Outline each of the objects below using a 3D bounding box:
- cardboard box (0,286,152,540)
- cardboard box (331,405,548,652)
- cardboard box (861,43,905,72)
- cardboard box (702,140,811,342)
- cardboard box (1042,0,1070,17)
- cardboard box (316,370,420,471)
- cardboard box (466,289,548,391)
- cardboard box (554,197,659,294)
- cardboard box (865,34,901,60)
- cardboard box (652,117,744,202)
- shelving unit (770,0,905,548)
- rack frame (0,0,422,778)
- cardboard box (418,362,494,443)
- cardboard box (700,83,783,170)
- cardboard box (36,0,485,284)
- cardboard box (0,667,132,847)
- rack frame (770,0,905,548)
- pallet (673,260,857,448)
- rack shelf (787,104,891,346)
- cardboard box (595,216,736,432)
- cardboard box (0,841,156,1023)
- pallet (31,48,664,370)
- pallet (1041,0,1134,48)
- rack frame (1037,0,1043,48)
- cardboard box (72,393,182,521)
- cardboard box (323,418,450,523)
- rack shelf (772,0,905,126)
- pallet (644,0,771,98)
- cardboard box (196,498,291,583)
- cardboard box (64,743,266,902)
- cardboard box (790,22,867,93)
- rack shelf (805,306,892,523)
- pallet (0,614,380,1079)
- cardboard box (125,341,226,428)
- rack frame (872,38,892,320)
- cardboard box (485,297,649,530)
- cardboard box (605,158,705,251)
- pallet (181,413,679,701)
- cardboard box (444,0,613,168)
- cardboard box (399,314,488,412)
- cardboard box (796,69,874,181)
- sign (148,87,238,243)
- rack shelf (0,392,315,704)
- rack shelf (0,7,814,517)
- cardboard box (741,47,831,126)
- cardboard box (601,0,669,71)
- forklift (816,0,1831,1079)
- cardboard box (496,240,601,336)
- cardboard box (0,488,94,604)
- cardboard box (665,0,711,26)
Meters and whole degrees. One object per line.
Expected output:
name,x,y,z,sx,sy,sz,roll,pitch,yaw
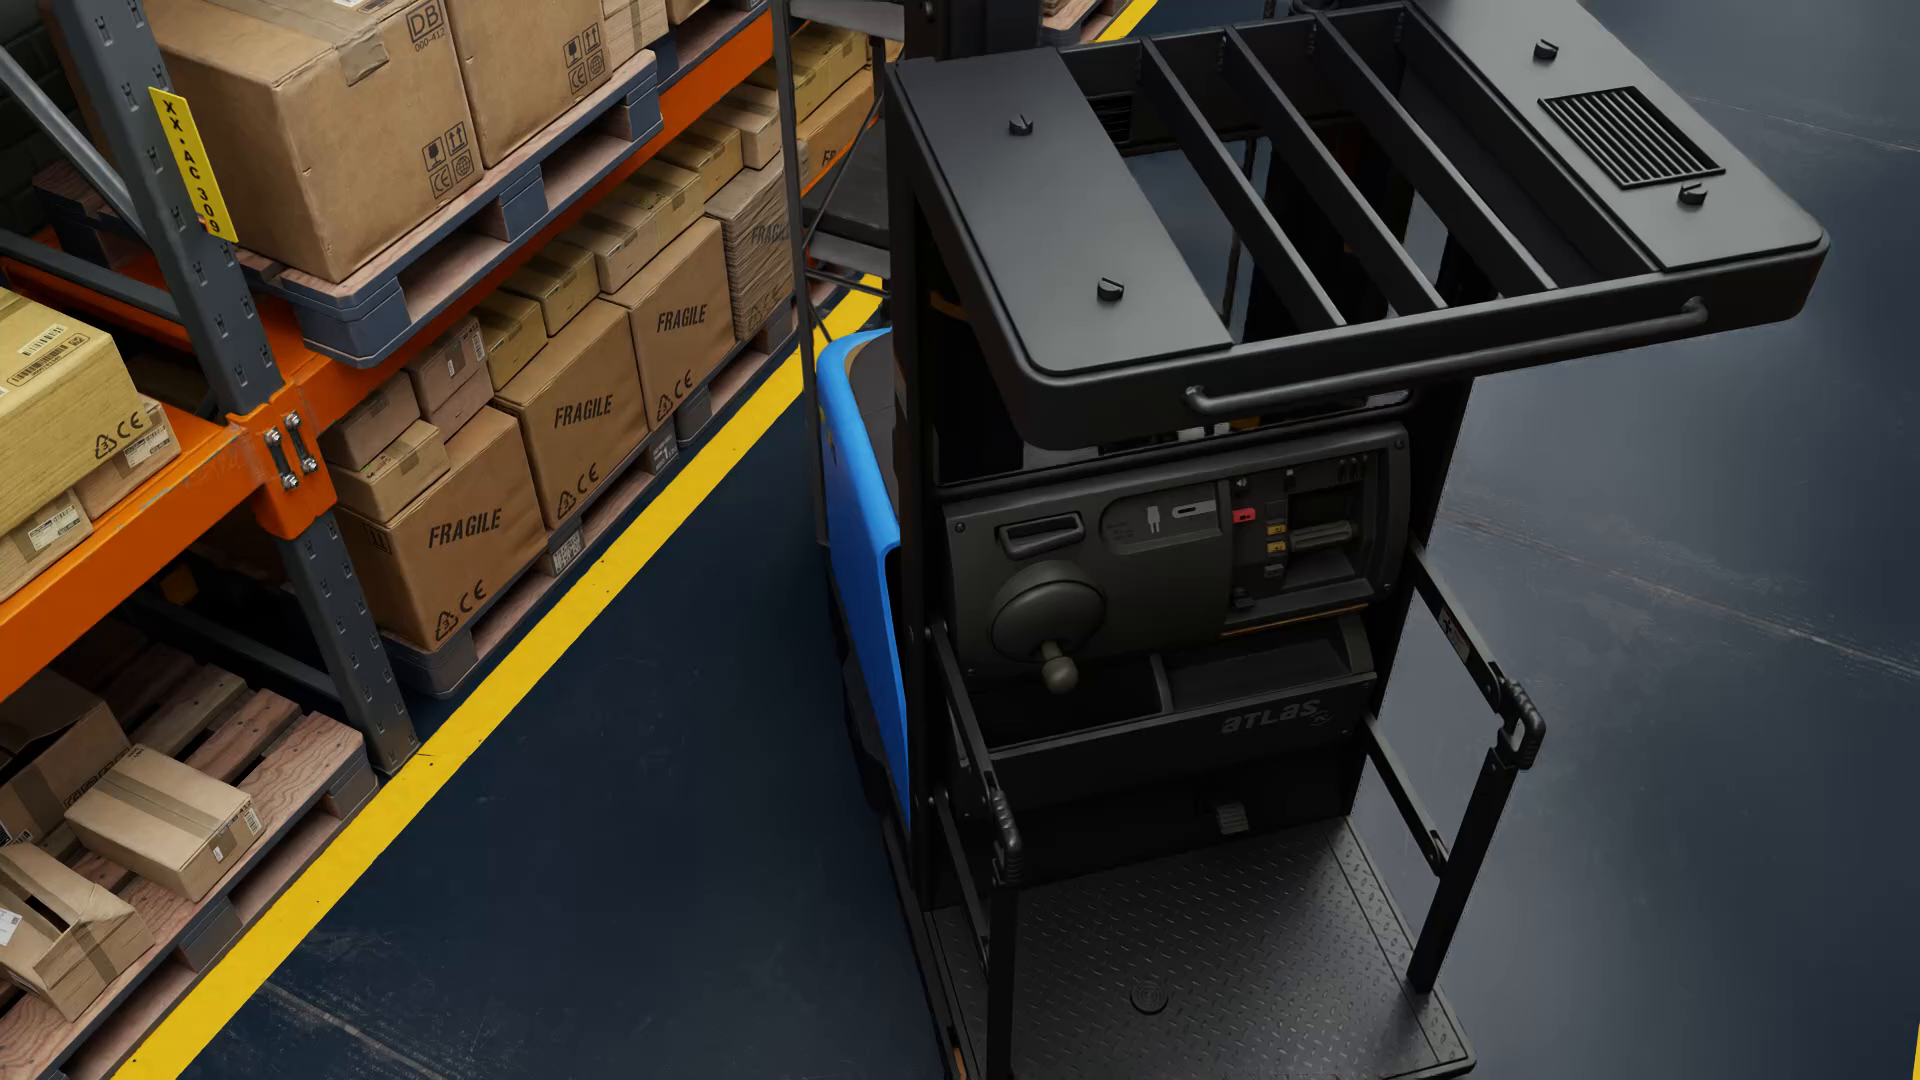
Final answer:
cardboard box,-2.004,-0.250,3.285,0.500,0.250,0.500,22,49,20
cardboard box,-1.560,-0.099,4.701,0.500,0.500,0.500,22,49,21
cardboard box,-0.375,-1.740,6.322,0.500,0.500,0.500,20,49,18
cardboard box,-0.840,-1.076,5.666,0.500,0.500,0.500,19,48,18
cardboard box,0.174,-2.821,7.304,0.875,0.625,0.625,22,49,20
cardboard box,-1.636,-0.360,4.293,0.380,0.149,0.250,20,49,18
cardboard box,-1.413,-0.600,4.741,0.380,0.149,0.250,18,48,17
cardboard box,-1.149,-0.923,5.059,0.380,0.149,0.250,20,49,19
cardboard box,-0.393,-1.888,6.014,0.380,0.149,0.250,19,48,18
cardboard box,-0.932,-1.258,5.390,0.380,0.149,0.250,21,49,19
shelving unit,-0.160,-0.826,4.590,0.431,2.100,0.503,19,48,18
rack frame,-1.984,-0.600,3.734,1.000,3.000,0.127,20,49,19
cardboard box,-1.522,-0.435,4.577,0.380,0.149,0.250,19,48,18
cardboard box,-0.773,-1.396,5.527,0.380,0.149,0.250,18,48,17
cardboard box,-1.561,-1.014,3.777,0.700,0.500,0.500,22,49,20
cardboard box,-2.500,0.536,4.207,0.500,0.311,0.500,22,49,20
rack frame,-0.266,-0.670,4.436,0.400,2.100,0.015,19,48,18
pallet,-1.075,-0.916,6.007,1.003,0.211,1.213,20,49,19
rack shelf,-0.160,-0.817,4.600,0.431,0.518,0.480,19,48,18
cardboard box,-1.086,-0.751,5.345,0.500,0.500,0.500,19,48,18
cardboard box,-2.148,0.886,3.892,0.396,0.266,0.258,22,49,20
pallet,-1.516,-1.000,4.264,1.003,0.211,1.213,20,49,19
pallet,0.289,-2.645,7.716,1.003,0.211,1.213,20,49,19
rack frame,-0.127,-3.120,6.224,1.000,3.000,0.127,20,49,19
cardboard box,-1.908,-0.227,3.542,0.380,0.149,0.250,21,49,20
cardboard box,-1.582,-0.235,4.379,0.380,0.149,0.250,23,50,21
rack shelf,-0.160,-1.309,4.102,0.431,0.518,0.480,19,48,18
pallet,-1.026,-1.826,5.080,1.003,0.211,1.213,20,49,19
cardboard box,-2.018,-0.276,4.876,0.500,0.500,0.500,20,49,19
cardboard box,-1.983,0.703,4.156,0.380,0.149,0.250,19,48,18
cardboard box,-0.556,-1.737,5.864,0.380,0.149,0.250,22,49,20
rack shelf,-0.160,-0.325,5.098,0.431,0.518,0.480,19,48,18
pallet,-2.304,0.813,4.299,1.003,0.211,1.213,20,49,19
cardboard box,-2.069,-0.424,4.566,0.380,0.149,0.250,19,48,18
rack frame,-0.055,-0.983,4.745,0.400,2.100,0.015,19,48,18
cardboard box,-1.322,-0.438,5.036,0.500,0.500,0.500,20,49,19
cardboard box,-1.031,-1.078,5.213,0.380,0.149,0.250,22,49,20
pallet,-1.640,-0.145,5.245,1.003,0.211,1.213,20,49,19
cardboard box,-1.321,-1.340,4.100,0.700,0.500,0.500,21,49,19
cardboard box,-1.504,-0.519,4.451,0.380,0.149,0.250,18,48,17
cardboard box,-0.615,-1.409,5.996,0.500,0.500,0.500,22,49,21
sign,-1.500,-0.730,3.254,0.100,0.325,0.005,20,49,19
rack shelf,-2.913,0.913,2.745,1.077,0.370,4.000,20,49,19
rack shelf,-1.056,-1.607,5.235,1.077,0.370,4.000,20,49,19
cardboard box,-0.671,-1.580,5.709,0.380,0.149,0.250,20,49,18
cardboard box,-0.999,-1.449,4.372,0.396,0.266,0.258,23,50,21
forklift,0.488,0.132,3.059,1.130,2.935,3.031,-11,46,-10
cardboard box,-1.298,-0.778,4.916,0.380,0.149,0.250,20,49,18
cardboard box,-2.010,-0.056,3.373,0.380,0.149,0.250,22,49,20
cardboard box,-0.957,-1.834,4.588,0.700,0.500,0.500,20,49,19
